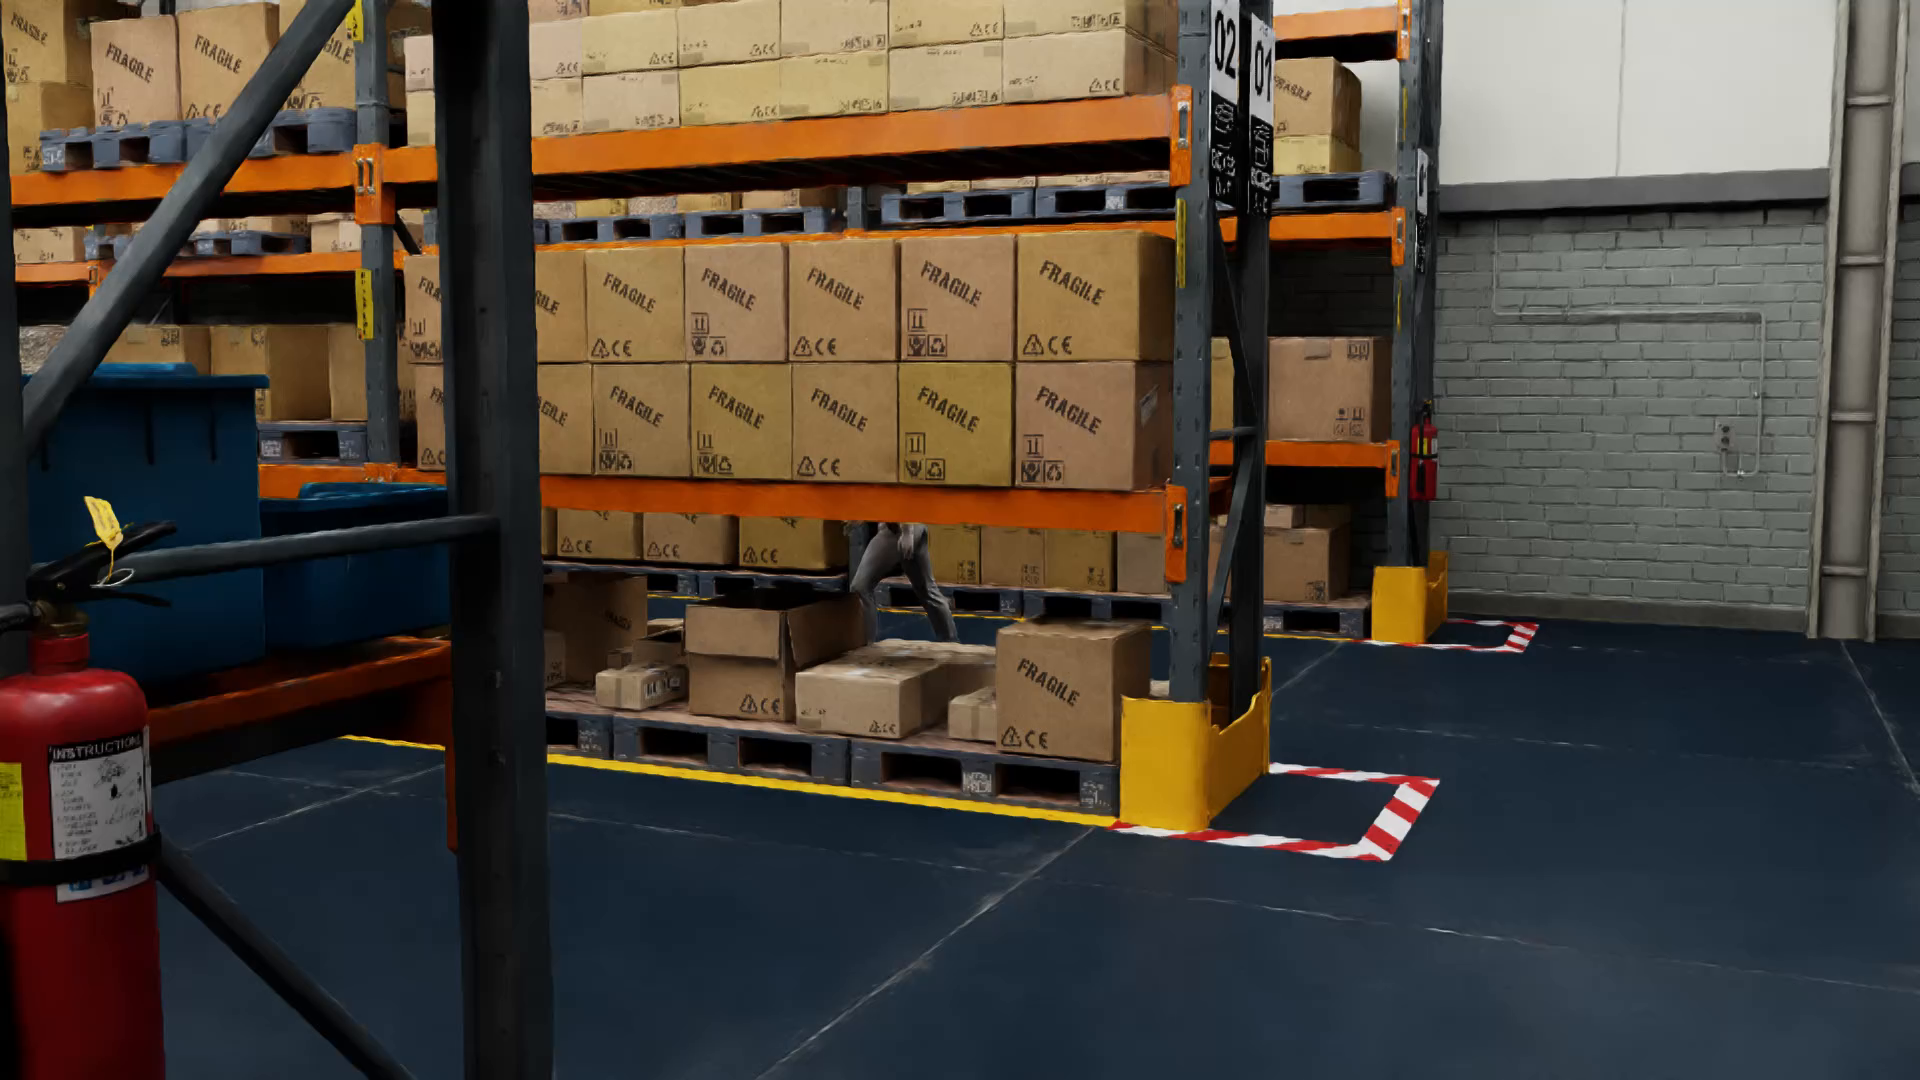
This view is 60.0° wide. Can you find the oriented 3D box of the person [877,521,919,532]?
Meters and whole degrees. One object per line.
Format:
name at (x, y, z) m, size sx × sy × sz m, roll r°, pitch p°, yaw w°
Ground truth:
person at (-0.416, -0.350, 9.813) m, size 0.434 × 0.585 × 0.596 m, roll 1°, pitch 6°, yaw 6°
